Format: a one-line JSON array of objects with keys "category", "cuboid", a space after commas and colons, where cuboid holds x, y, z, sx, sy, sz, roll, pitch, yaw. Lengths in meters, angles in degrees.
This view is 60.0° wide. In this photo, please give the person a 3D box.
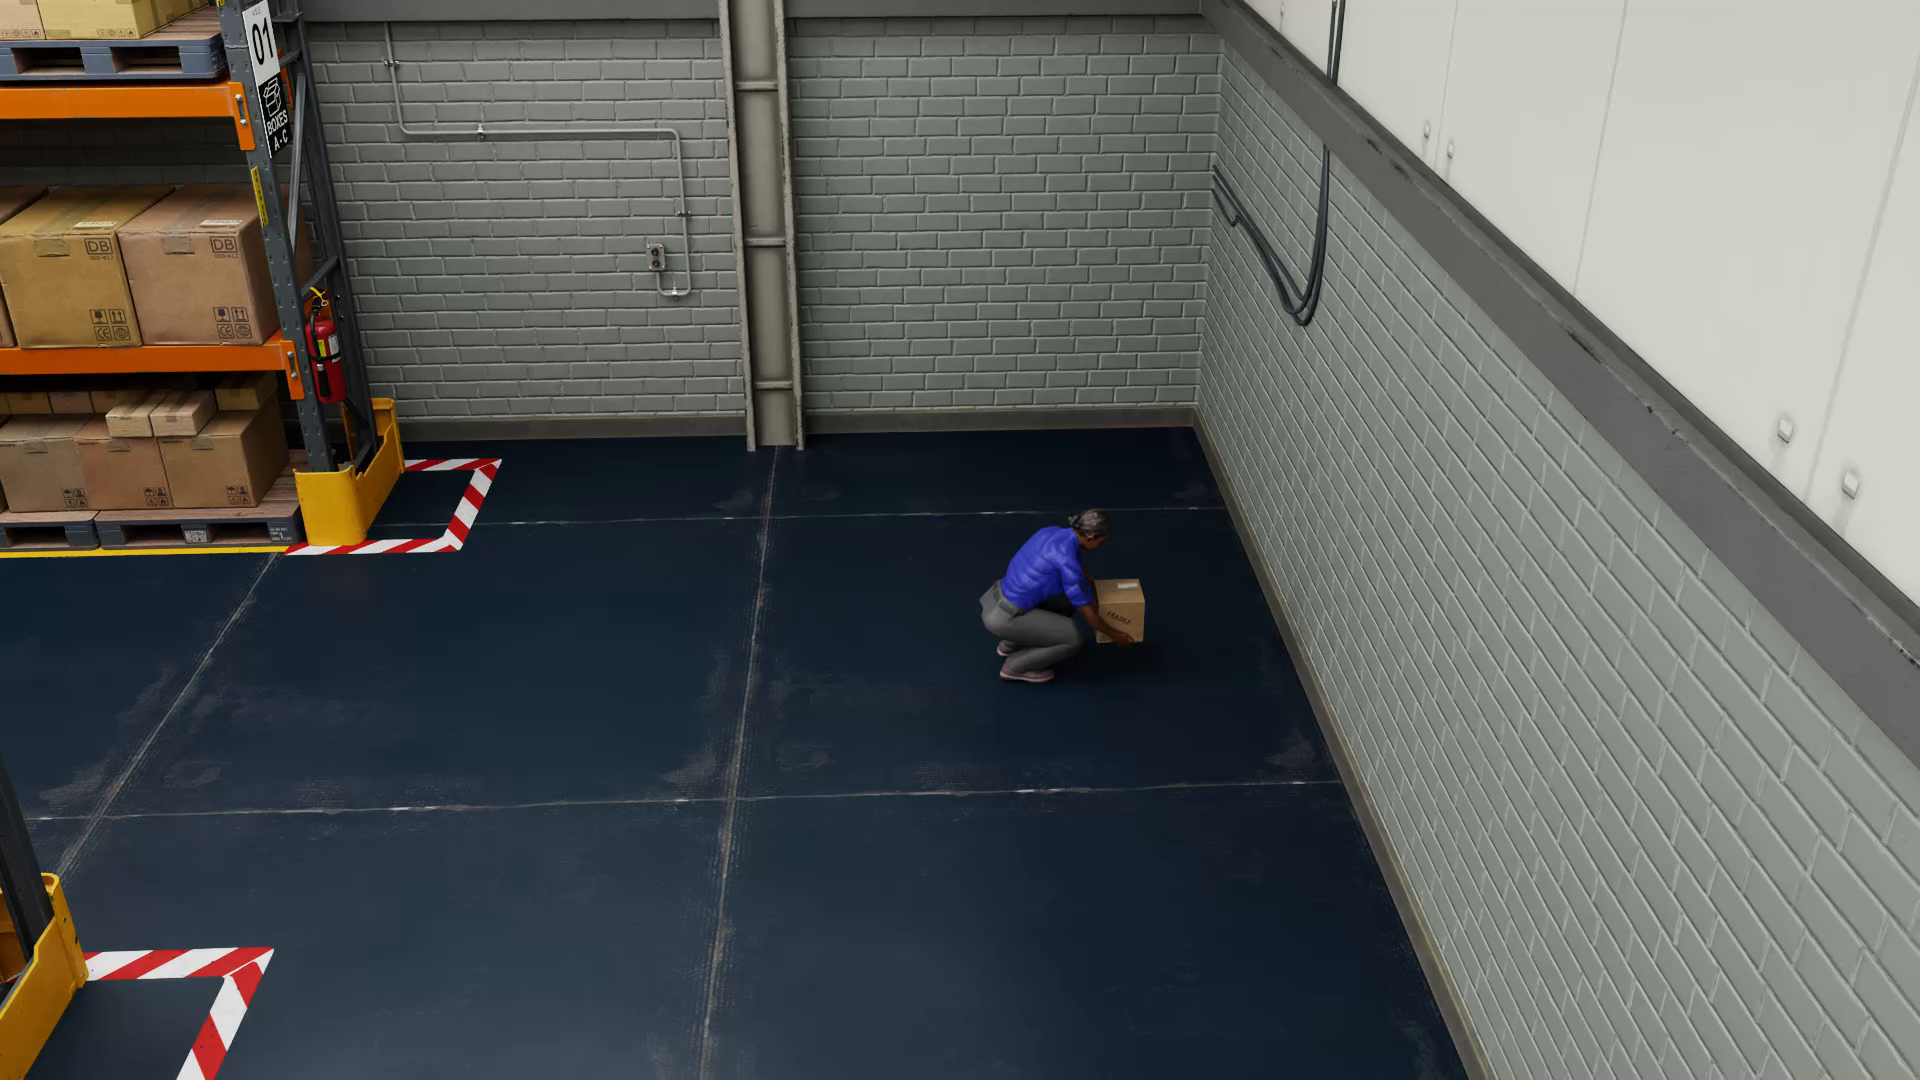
[{"category": "person", "cuboid": [0.519, 0.281, 8.896, 0.826, 0.925, 0.489, -1, 28, -3]}]
